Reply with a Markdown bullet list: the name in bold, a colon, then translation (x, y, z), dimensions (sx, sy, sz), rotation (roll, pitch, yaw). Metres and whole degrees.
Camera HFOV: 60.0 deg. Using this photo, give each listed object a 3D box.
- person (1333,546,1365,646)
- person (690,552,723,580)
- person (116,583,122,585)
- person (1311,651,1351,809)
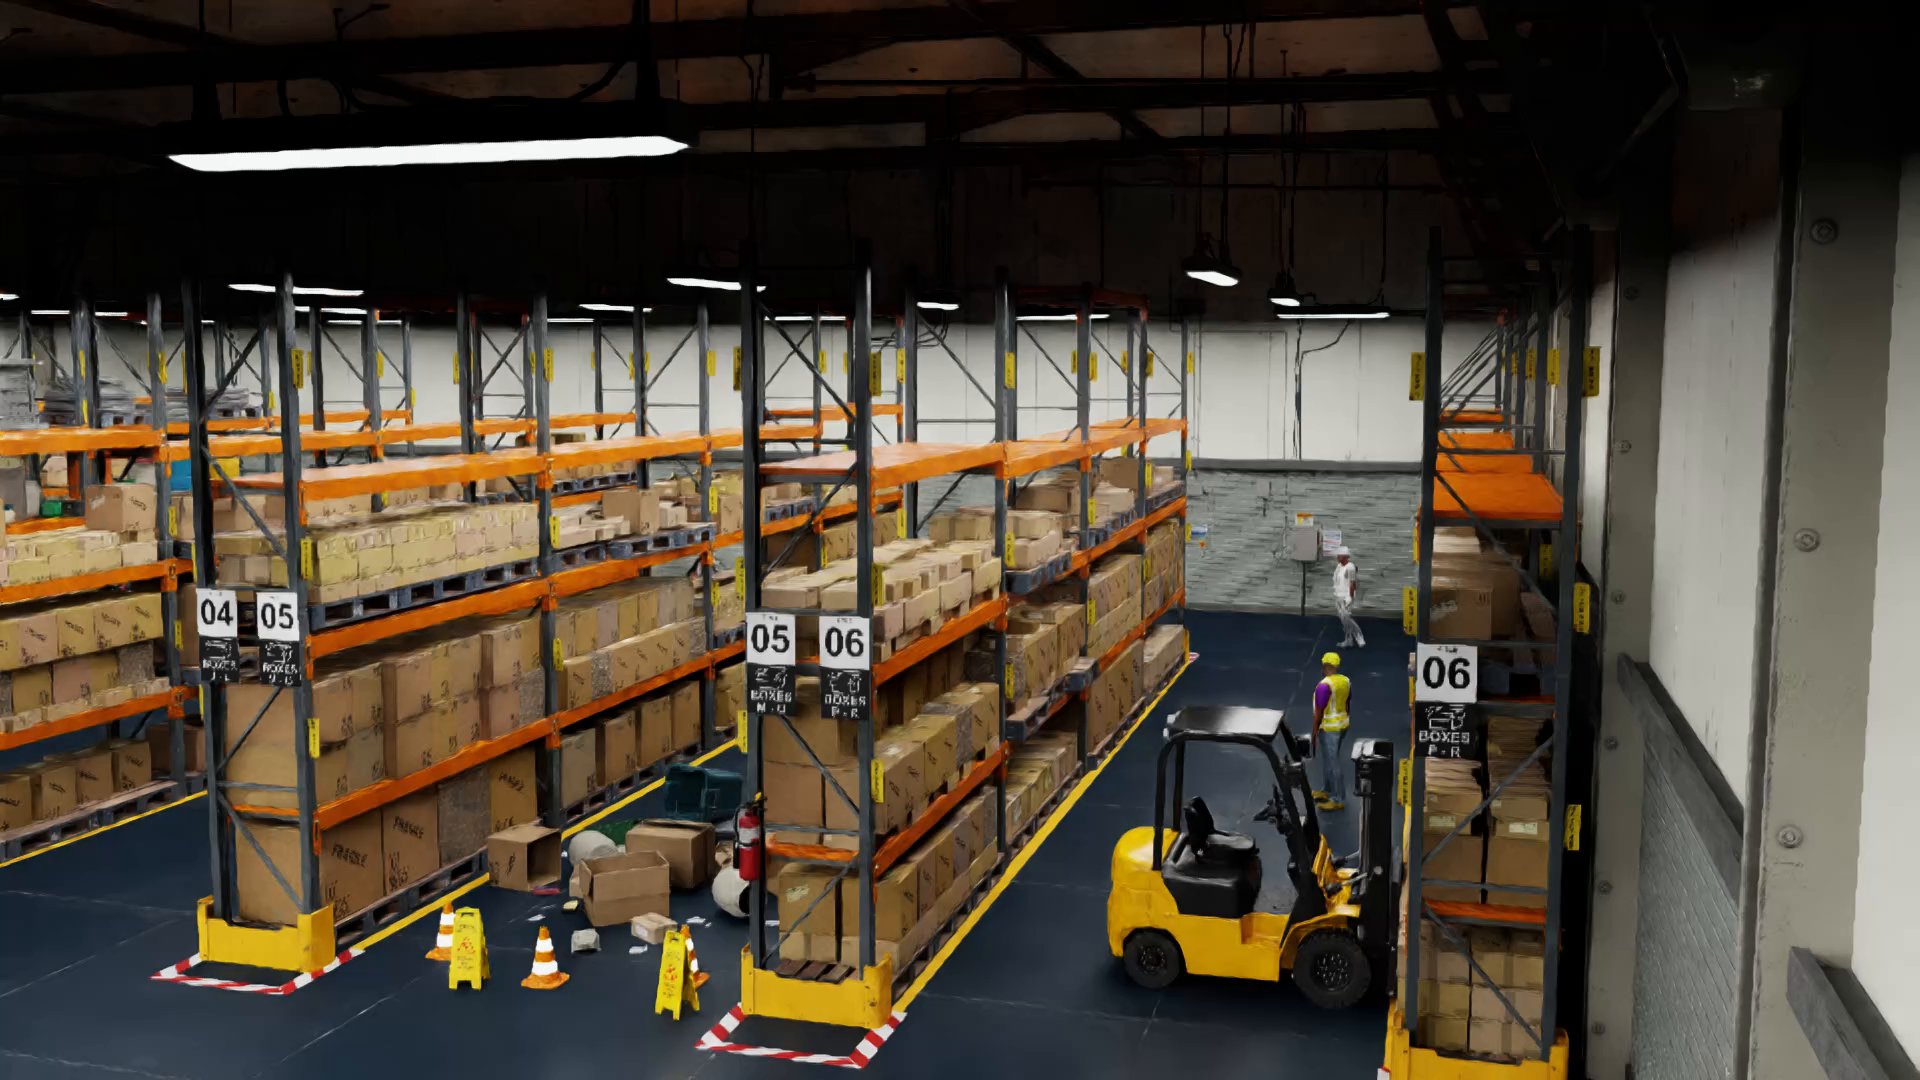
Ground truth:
- **person**: translation (6.850, 0.999, 29.260), dimensions (0.473, 1.777, 0.709), rotation (-2, 7, -14)
- **person**: translation (-4.622, 0.923, 30.281), dimensions (0.677, 1.742, 0.552), rotation (2, 7, 15)
- **person**: translation (-19.035, 0.198, 37.317), dimensions (0.655, 1.578, 0.824), rotation (0, 6, -1)
- **person**: translation (4.225, 2.145, 19.072), dimensions (0.591, 1.763, 0.685), rotation (5, 8, 39)
